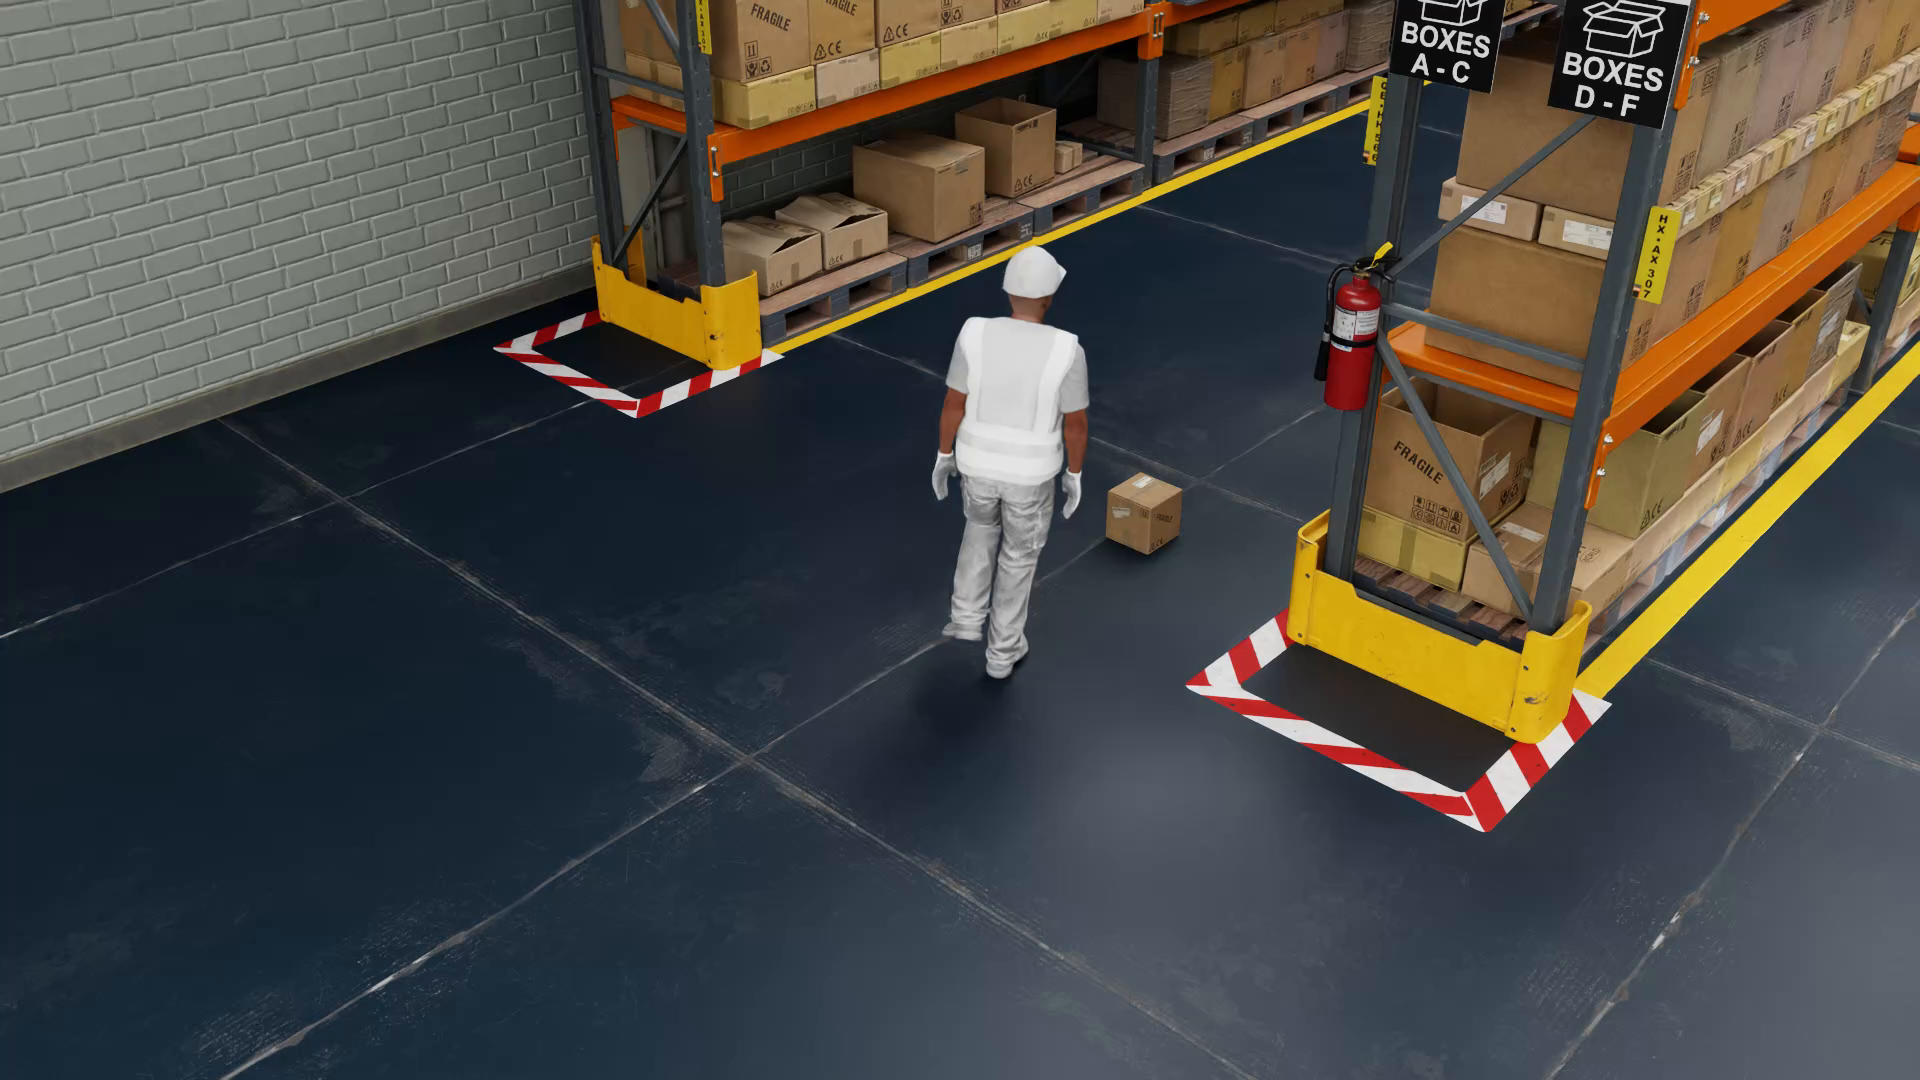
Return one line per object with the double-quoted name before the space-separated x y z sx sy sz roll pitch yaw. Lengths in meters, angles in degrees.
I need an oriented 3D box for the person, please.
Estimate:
"person" 0.206 -0.289 6.566 0.598 1.771 0.482 10 32 16
